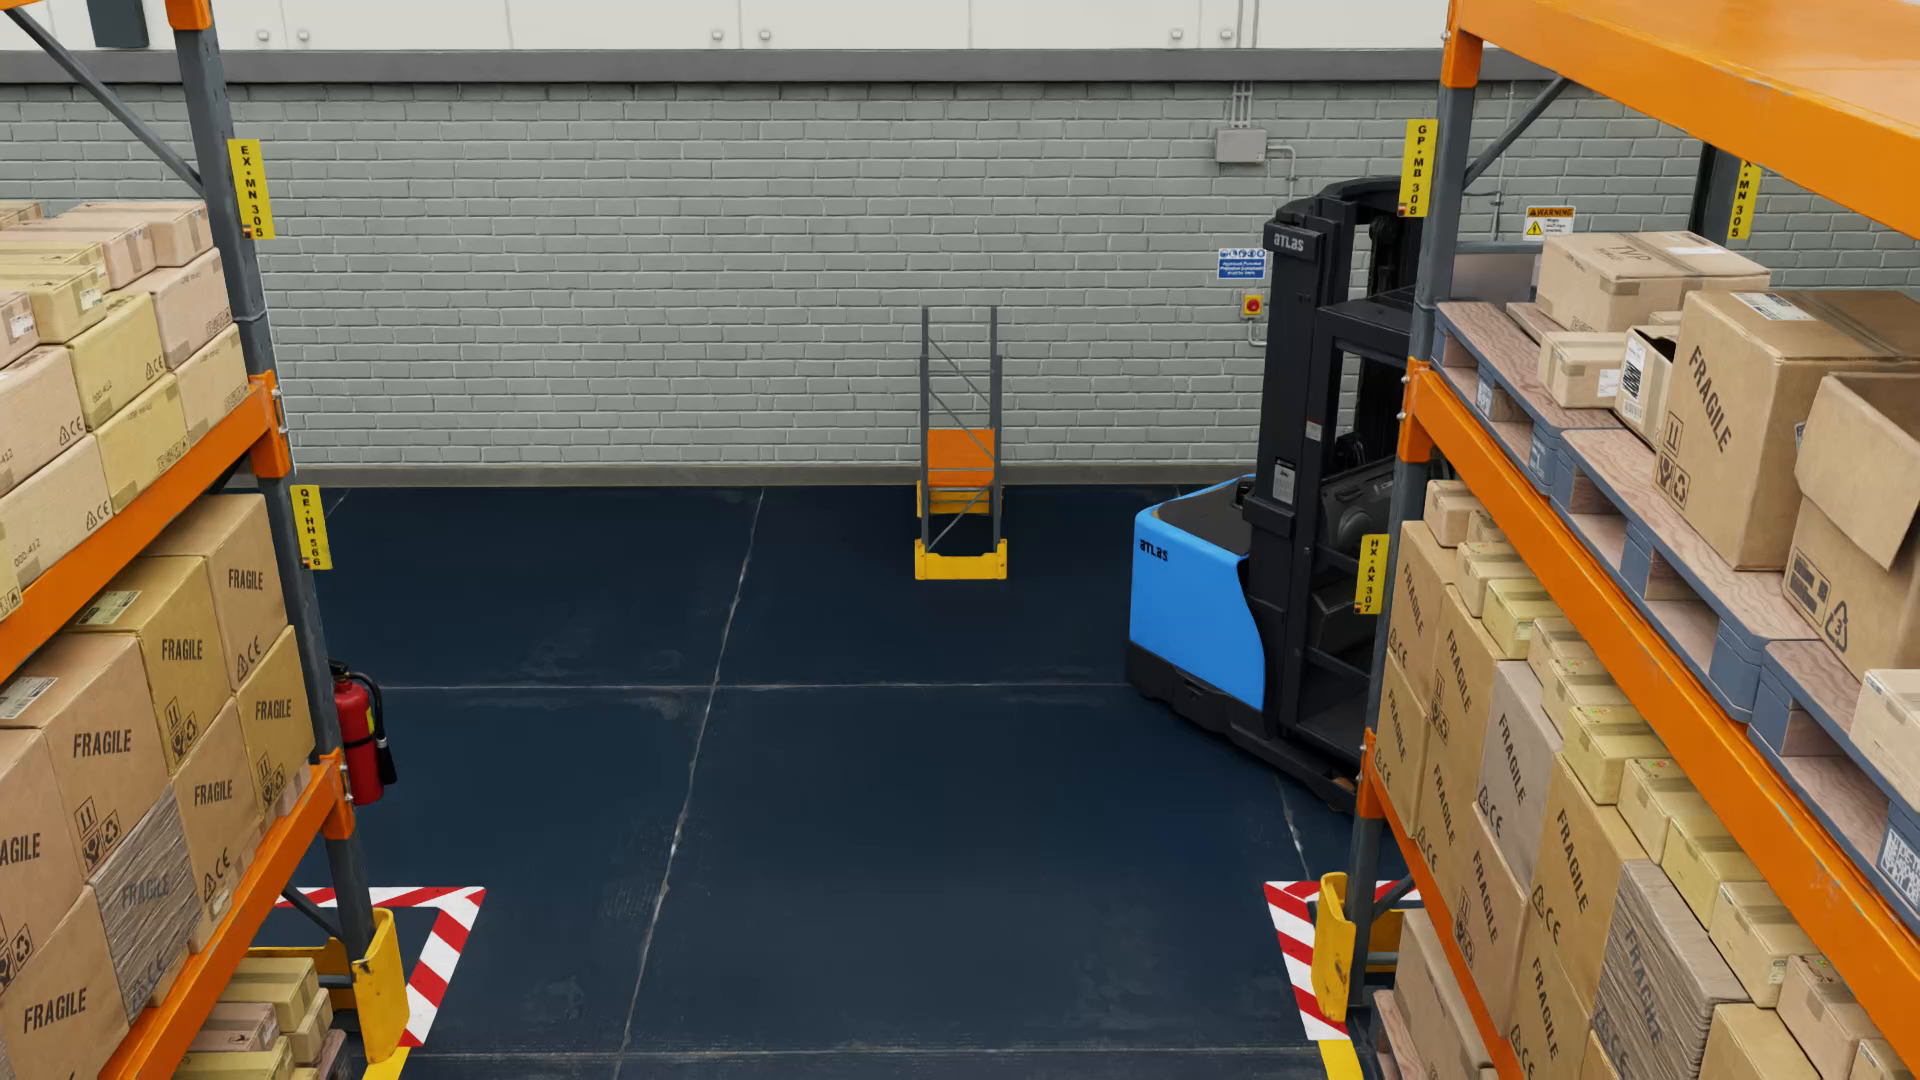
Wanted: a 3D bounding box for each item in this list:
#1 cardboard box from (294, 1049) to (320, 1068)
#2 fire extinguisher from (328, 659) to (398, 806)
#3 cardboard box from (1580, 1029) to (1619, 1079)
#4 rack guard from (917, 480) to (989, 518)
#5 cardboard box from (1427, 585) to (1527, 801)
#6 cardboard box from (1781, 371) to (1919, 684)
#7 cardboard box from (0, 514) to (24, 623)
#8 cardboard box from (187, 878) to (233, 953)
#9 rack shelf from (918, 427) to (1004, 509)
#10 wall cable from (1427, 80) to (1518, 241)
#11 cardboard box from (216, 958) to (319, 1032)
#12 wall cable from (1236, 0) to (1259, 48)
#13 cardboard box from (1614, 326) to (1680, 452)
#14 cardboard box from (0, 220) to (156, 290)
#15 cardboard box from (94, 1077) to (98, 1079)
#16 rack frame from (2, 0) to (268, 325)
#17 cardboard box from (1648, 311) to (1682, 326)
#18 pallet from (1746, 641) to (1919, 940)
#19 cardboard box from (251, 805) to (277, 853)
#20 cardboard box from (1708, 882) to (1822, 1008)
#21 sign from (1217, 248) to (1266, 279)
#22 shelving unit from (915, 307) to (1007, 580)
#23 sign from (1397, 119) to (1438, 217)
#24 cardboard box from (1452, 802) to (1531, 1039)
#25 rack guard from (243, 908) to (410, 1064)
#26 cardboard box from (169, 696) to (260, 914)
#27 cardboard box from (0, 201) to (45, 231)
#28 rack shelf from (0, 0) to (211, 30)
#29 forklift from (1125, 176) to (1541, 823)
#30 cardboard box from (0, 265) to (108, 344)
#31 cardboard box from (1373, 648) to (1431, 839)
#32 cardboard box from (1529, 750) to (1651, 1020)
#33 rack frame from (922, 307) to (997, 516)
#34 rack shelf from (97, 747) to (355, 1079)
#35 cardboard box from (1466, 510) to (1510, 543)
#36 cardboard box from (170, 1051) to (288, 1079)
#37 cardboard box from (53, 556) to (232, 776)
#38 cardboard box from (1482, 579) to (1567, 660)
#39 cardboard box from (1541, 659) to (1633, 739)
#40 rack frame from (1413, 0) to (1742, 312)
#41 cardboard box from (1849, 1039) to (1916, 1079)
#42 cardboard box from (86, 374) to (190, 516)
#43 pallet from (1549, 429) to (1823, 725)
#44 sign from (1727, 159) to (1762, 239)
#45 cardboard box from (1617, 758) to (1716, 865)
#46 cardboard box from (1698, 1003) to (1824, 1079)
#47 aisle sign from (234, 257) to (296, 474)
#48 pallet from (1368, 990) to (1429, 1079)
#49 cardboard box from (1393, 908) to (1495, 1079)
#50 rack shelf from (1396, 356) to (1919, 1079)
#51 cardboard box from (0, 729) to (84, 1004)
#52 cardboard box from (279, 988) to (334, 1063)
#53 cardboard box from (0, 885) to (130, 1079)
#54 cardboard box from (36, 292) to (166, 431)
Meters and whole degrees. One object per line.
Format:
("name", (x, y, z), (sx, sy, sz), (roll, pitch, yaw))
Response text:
("cardboard box", (-2.650, 1.946, 6.257), (0.380, 0.149, 0.250), (0, 24, 0))
("fire extinguisher", (-2.405, 0.722, 6.560), (0.296, 0.674, 0.183), (0, 24, -1))
("cardboard box", (1.837, 1.552, 4.057), (0.500, 0.500, 0.500), (-1, 24, -1))
("rack guard", (-0.005, -0.288, 11.583), (0.587, 0.250, 0.087), (0, 24, -1))
("cardboard box", (1.818, 0.469, 5.237), (0.500, 0.500, 0.500), (-1, 24, -2))
("cardboard box", (2.082, 0.001, 3.212), (0.797, 0.503, 0.637), (2, 24, 4))
("cardboard box", (-2.564, 0.144, 3.833), (0.500, 0.250, 0.500), (1, 24, 2))
("cardboard box", (-2.569, 1.181, 5.304), (0.380, 0.149, 0.250), (0, 24, 1))
("rack shelf", (0.001, -0.484, 10.937), (0.538, 0.185, 1.000), (0, 24, -1))
("wall cable", (3.418, -2.239, 11.327), (0.588, 1.984, 0.122), (0, 24, -1))
("cardboard box", (-2.605, 1.676, 6.132), (0.380, 0.149, 0.250), (0, 24, 0))
("wall cable", (1.741, -4.517, 10.318), (0.463, 3.000, 0.029), (0, 24, -1))
("cardboard box", (2.051, -0.387, 4.304), (0.500, 0.311, 0.500), (0, 24, 0))
("cardboard box", (-2.640, -0.848, 4.936), (0.380, 0.149, 0.250), (0, 24, 0))
("cardboard box", (-2.632, 1.511, 4.575), (0.380, 0.149, 0.250), (0, 24, 0))
("rack frame", (-2.864, -2.111, 4.997), (1.000, 3.000, 0.127), (0, 24, -1))
("cardboard box", (2.264, -0.573, 4.911), (0.380, 0.149, 0.250), (-2, 24, -5))
("pallet", (2.130, 0.543, 2.876), (1.003, 0.211, 1.213), (0, 24, -1))
("cardboard box", (-2.612, 0.973, 5.764), (0.380, 0.149, 0.250), (0, 24, -1))
("cardboard box", (1.860, 0.866, 3.574), (0.380, 0.149, 0.250), (0, 24, -1))
("sign", (1.951, -1.913, 11.512), (0.327, 0.218, 0.001), (0, 24, -1))
("shelving unit", (0.001, -0.652, 10.871), (0.587, 1.500, 1.083), (0, 24, -1))
("sign", (1.530, -1.242, 5.560), (0.100, 0.325, 0.005), (0, 24, -1))
("cardboard box", (1.824, 1.130, 4.990), (0.500, 0.500, 0.500), (0, 24, -1))
("rack guard", (-2.863, 1.793, 6.679), (1.175, 0.500, 0.348), (0, 24, -1))
("cardboard box", (-2.601, 0.838, 5.275), (0.500, 0.500, 0.500), (-1, 24, -1))
("cardboard box", (-3.088, -0.951, 5.164), (0.380, 0.149, 0.250), (0, 24, -1))
("rack shelf", (-2.842, -0.957, 3.324), (1.077, 0.370, 4.000), (0, 24, -1))
("forklift", (2.230, -0.155, 8.036), (1.130, 2.935, 3.031), (-18, 30, -34))
("cardboard box", (-2.547, -0.633, 4.462), (0.380, 0.149, 0.250), (0, 24, 0))
("cardboard box", (1.803, 0.712, 5.914), (0.500, 0.500, 0.500), (0, 24, -1))
("cardboard box", (1.838, 0.887, 4.314), (0.500, 0.500, 0.500), (0, 24, 0))
("rack frame", (-0.005, -0.858, 11.326), (0.500, 1.500, 0.032), (0, 24, -1))
("rack shelf", (-2.842, 1.774, 4.560), (1.077, 0.370, 4.000), (0, 24, -1))
("cardboard box", (1.886, 0.017, 5.450), (0.380, 0.149, 0.250), (0, 24, 1))
("cardboard box", (-2.529, 1.886, 5.668), (0.380, 0.149, 0.250), (-1, 24, -2))
("cardboard box", (-2.605, 0.382, 5.069), (0.500, 0.500, 0.500), (-1, 24, -2))
("cardboard box", (1.795, 0.233, 4.973), (0.380, 0.149, 0.250), (-1, 24, -2))
("cardboard box", (1.811, 0.444, 4.506), (0.380, 0.149, 0.250), (0, 24, 0))
("rack frame", (2.085, -2.175, 5.139), (1.000, 3.000, 0.127), (0, 24, -1))
("cardboard box", (1.920, 1.073, 3.116), (0.380, 0.149, 0.250), (0, 24, 0))
("cardboard box", (-2.581, -0.279, 4.770), (0.500, 0.250, 0.500), (0, 24, 0))
("pallet", (2.120, 0.042, 3.985), (1.003, 0.211, 1.213), (0, 24, -1))
("sign", (2.628, -1.172, 5.583), (0.100, 0.325, 0.005), (0, 24, -1))
("cardboard box", (1.838, 0.656, 4.037), (0.380, 0.149, 0.250), (0, 24, -1))
("cardboard box", (1.850, 1.303, 3.393), (0.500, 0.500, 0.500), (-1, 24, -1))
("aisle sign", (-2.565, -0.593, 5.767), (0.394, 0.787, 0.004), (0, 24, -1))
("pallet", (2.172, 2.158, 6.222), (1.003, 0.211, 1.213), (0, 24, -1))
("cardboard box", (2.192, 1.806, 6.216), (0.875, 0.438, 0.875), (-1, 24, -2))
("rack shelf", (2.107, 0.344, 4.083), (1.077, 0.370, 4.000), (0, 24, -1))
("cardboard box", (-2.581, 0.814, 4.114), (0.500, 0.500, 0.500), (-1, 24, -2))
("cardboard box", (-2.573, 1.811, 6.195), (0.380, 0.149, 0.250), (-1, 24, -2))
("cardboard box", (-2.591, 1.252, 4.359), (0.500, 0.500, 0.500), (1, 24, 2))
("cardboard box", (-2.598, -0.504, 4.660), (0.500, 0.250, 0.500), (-1, 24, -2))
